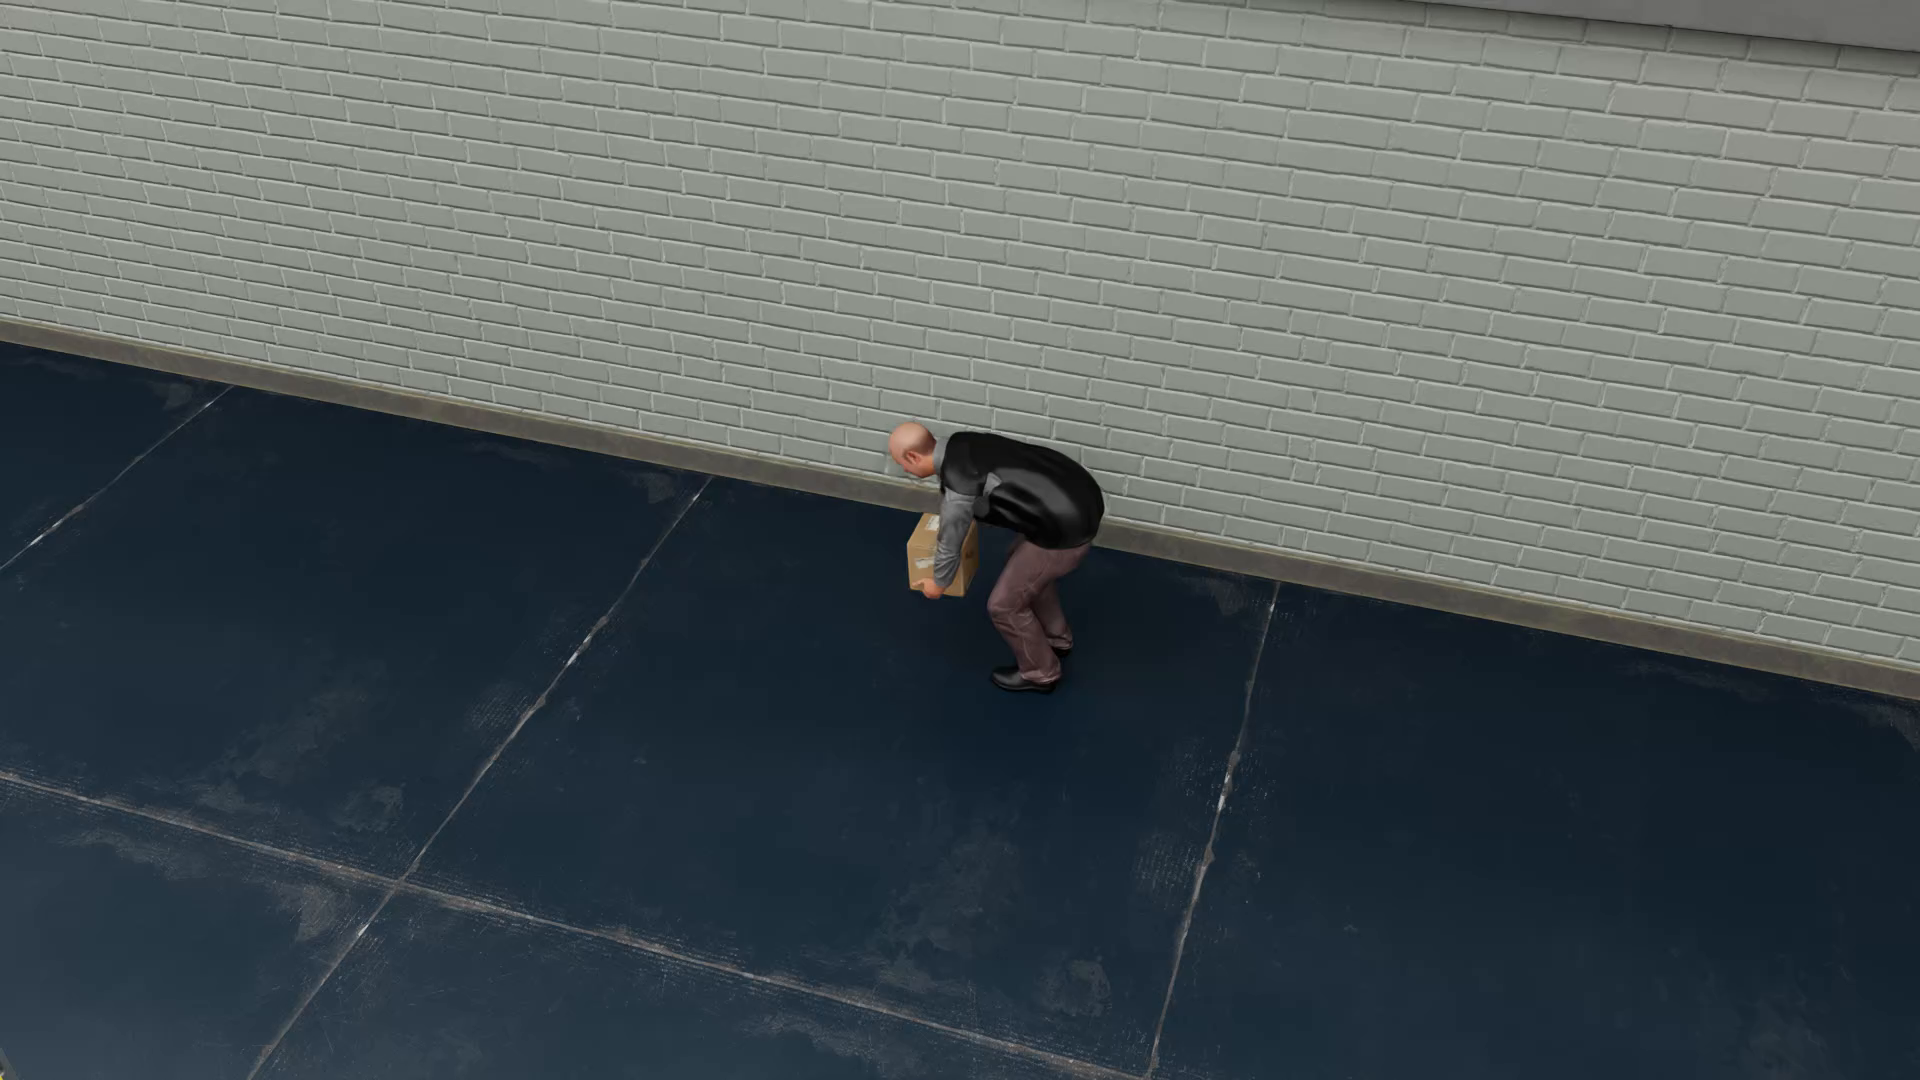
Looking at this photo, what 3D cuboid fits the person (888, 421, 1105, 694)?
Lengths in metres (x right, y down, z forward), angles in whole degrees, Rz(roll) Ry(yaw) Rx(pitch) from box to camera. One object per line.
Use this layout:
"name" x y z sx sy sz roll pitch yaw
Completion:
"person" 0.147 0.057 7.260 0.926 1.215 0.478 9 38 12
